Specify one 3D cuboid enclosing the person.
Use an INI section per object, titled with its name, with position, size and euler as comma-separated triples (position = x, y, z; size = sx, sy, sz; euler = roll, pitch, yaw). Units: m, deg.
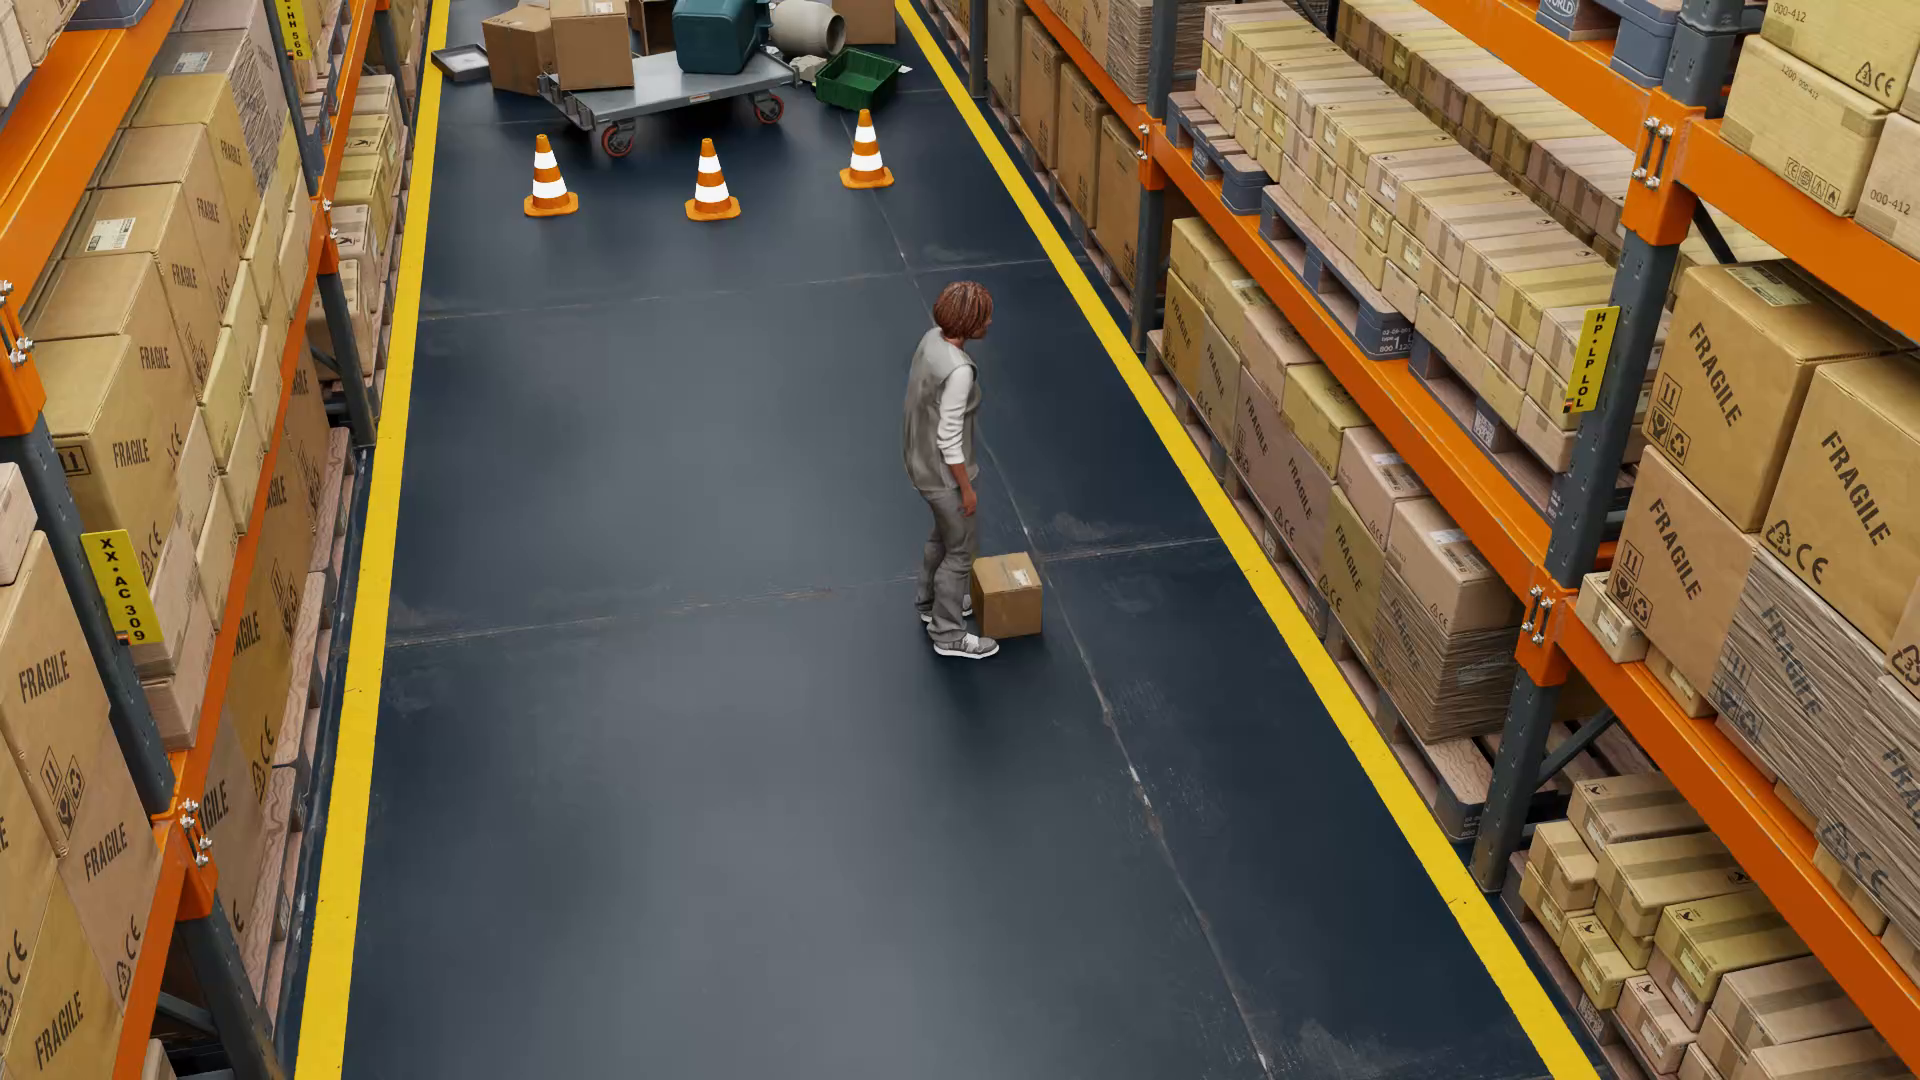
[person]
position = -0.044, -0.277, 6.552
size = 0.344, 1.593, 0.460
euler = -7, 35, -10
